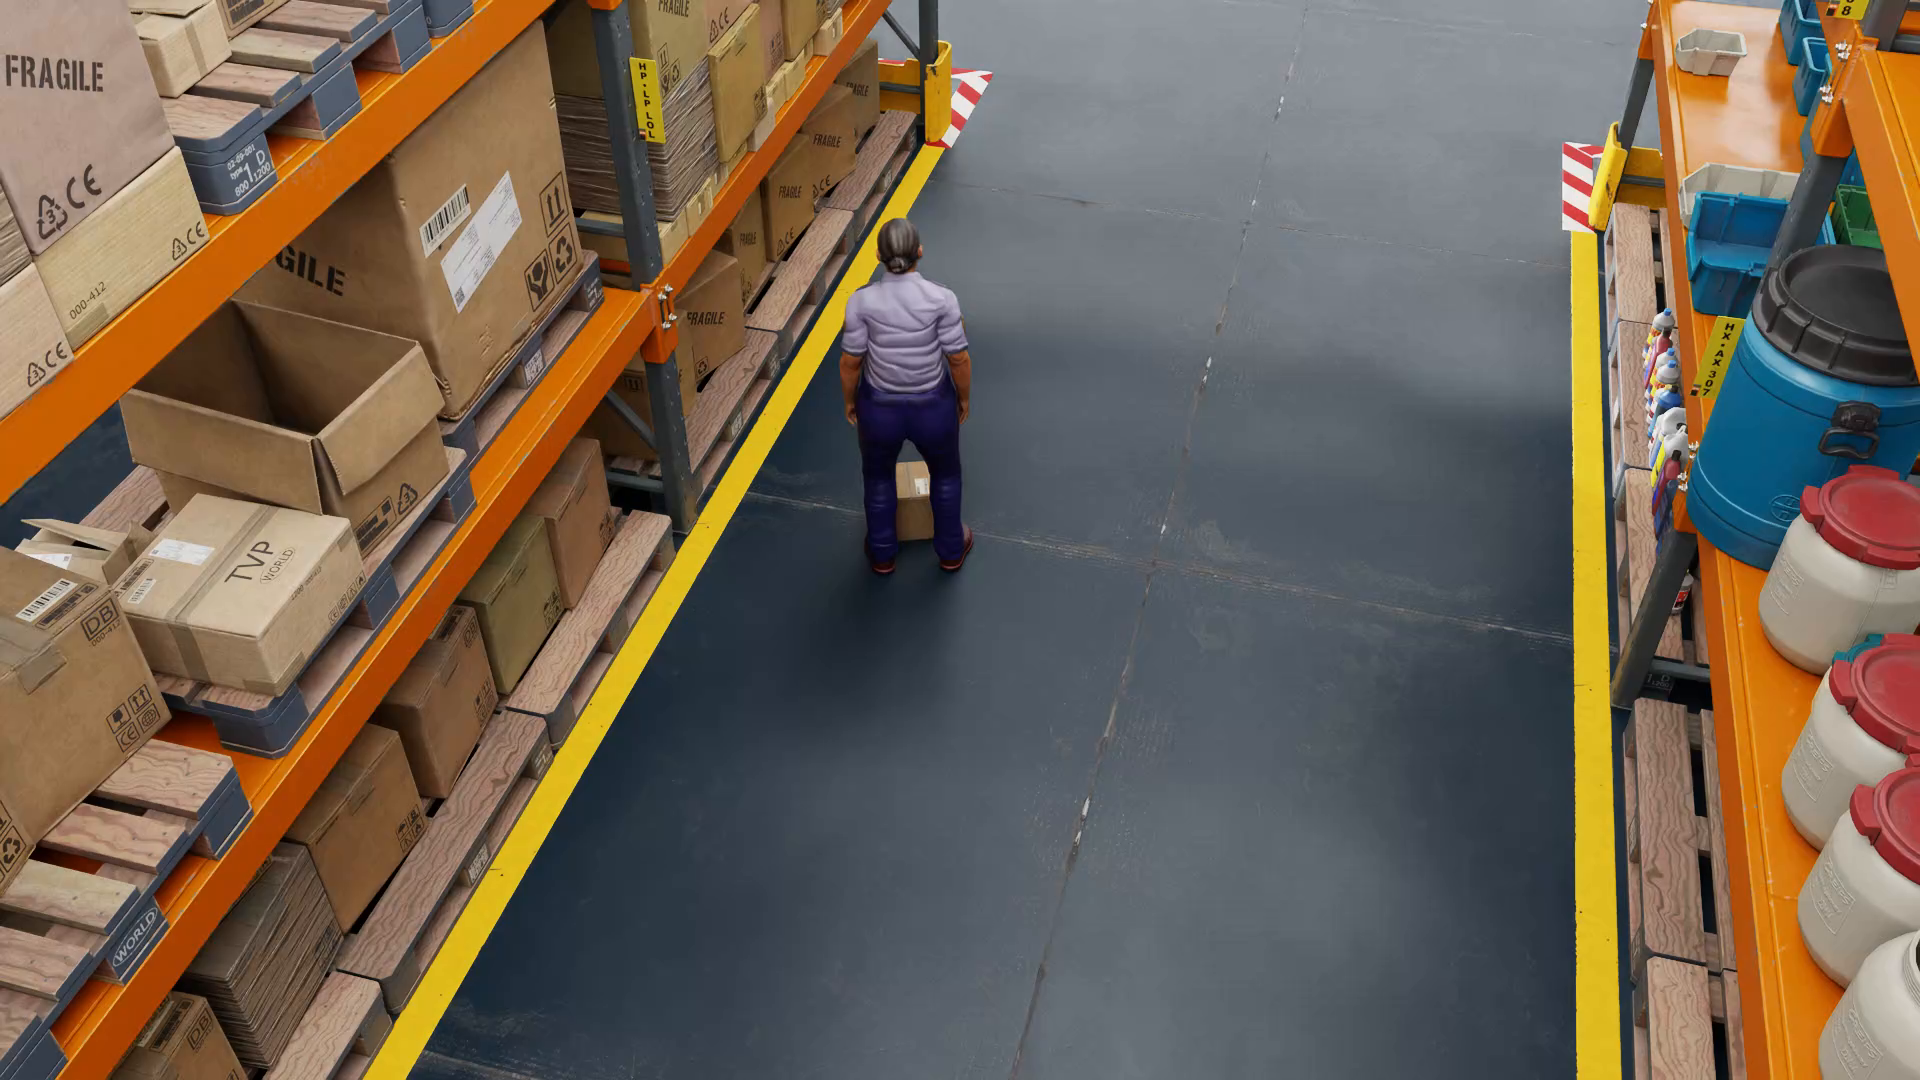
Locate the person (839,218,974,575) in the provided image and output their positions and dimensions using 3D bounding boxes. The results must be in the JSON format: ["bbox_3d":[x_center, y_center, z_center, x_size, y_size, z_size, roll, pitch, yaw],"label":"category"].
[{"bbox_3d":[-0.209,-0.545,6.785,0.541,1.652,0.373,-1,41,-1],"label":"person"}]
